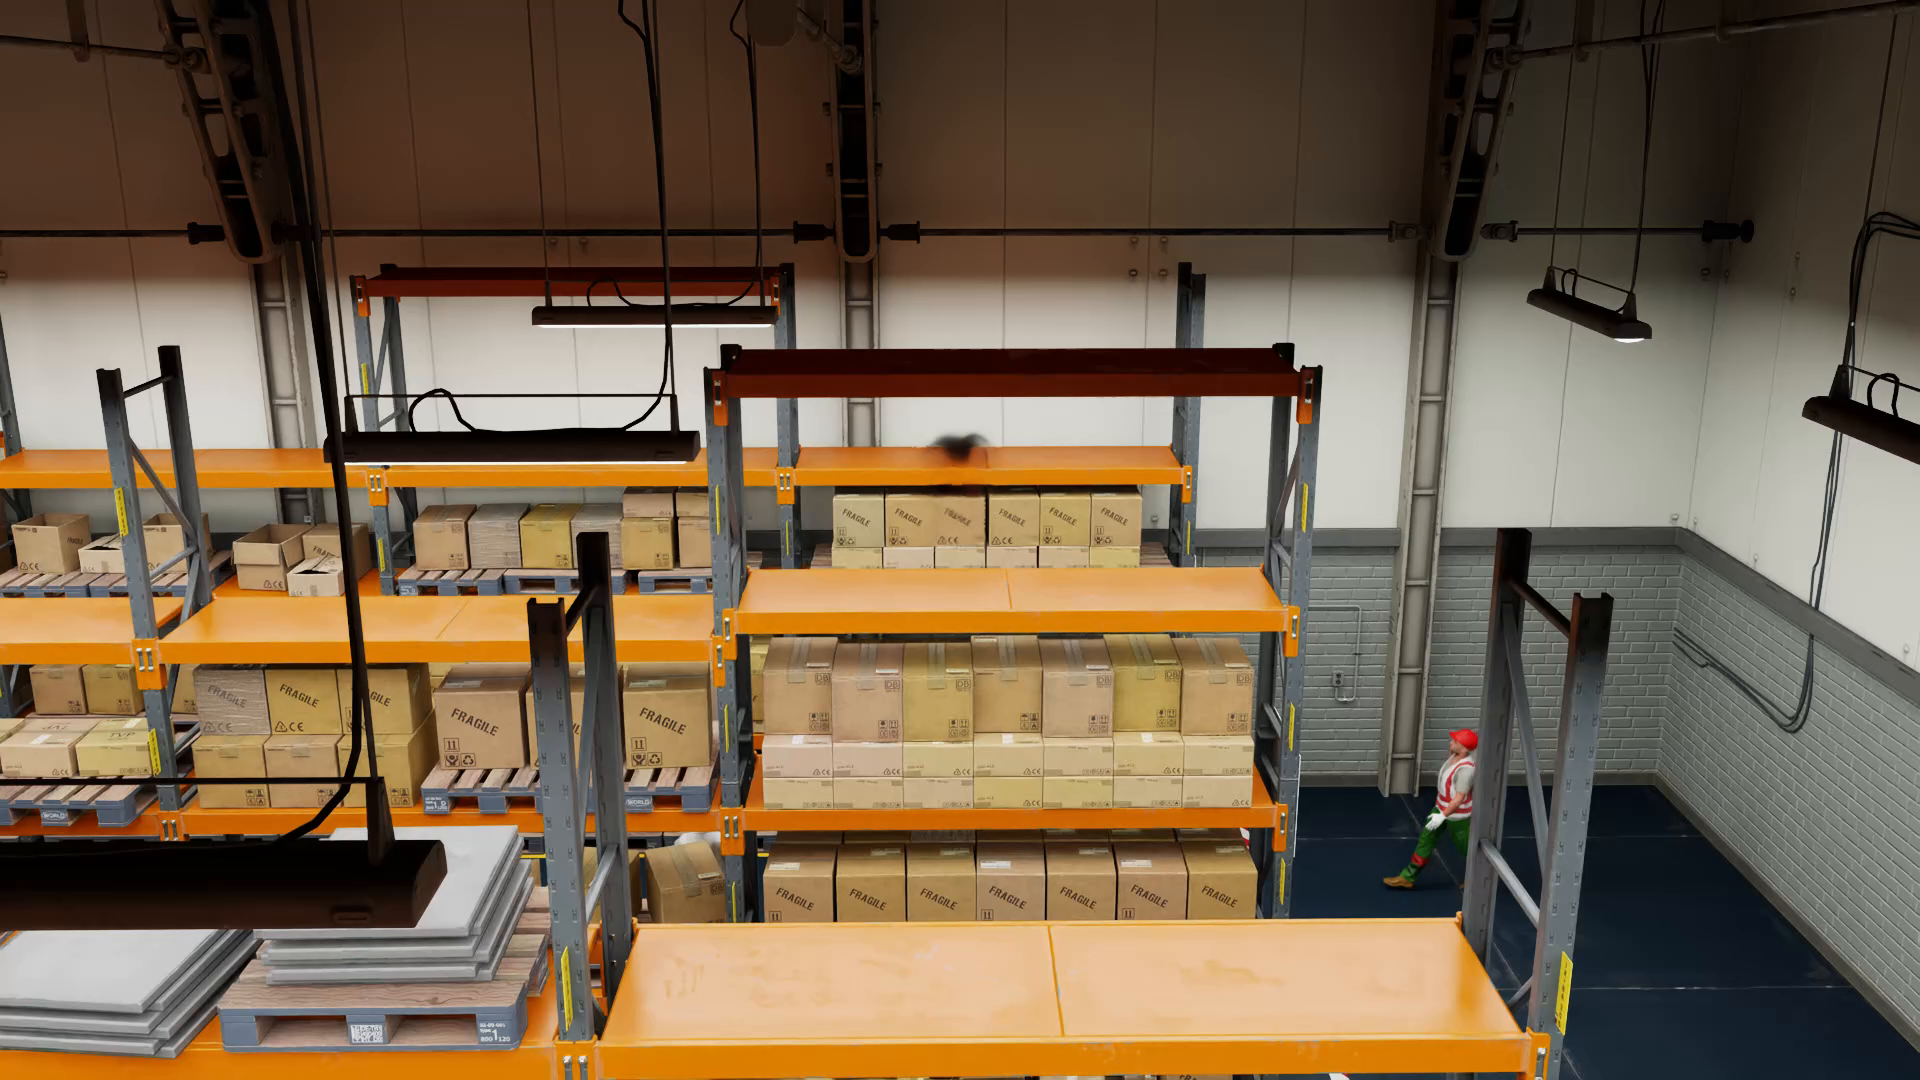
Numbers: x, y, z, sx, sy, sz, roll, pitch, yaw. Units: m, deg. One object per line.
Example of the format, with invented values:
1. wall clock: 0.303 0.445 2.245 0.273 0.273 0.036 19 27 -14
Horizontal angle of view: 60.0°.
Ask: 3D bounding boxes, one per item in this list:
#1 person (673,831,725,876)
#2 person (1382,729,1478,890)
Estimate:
1. person: -2.227 3.107 14.666 0.597 1.791 0.399 -5 17 -16
2. person: 4.743 2.653 16.291 1.043 1.726 0.557 -1 16 -5
